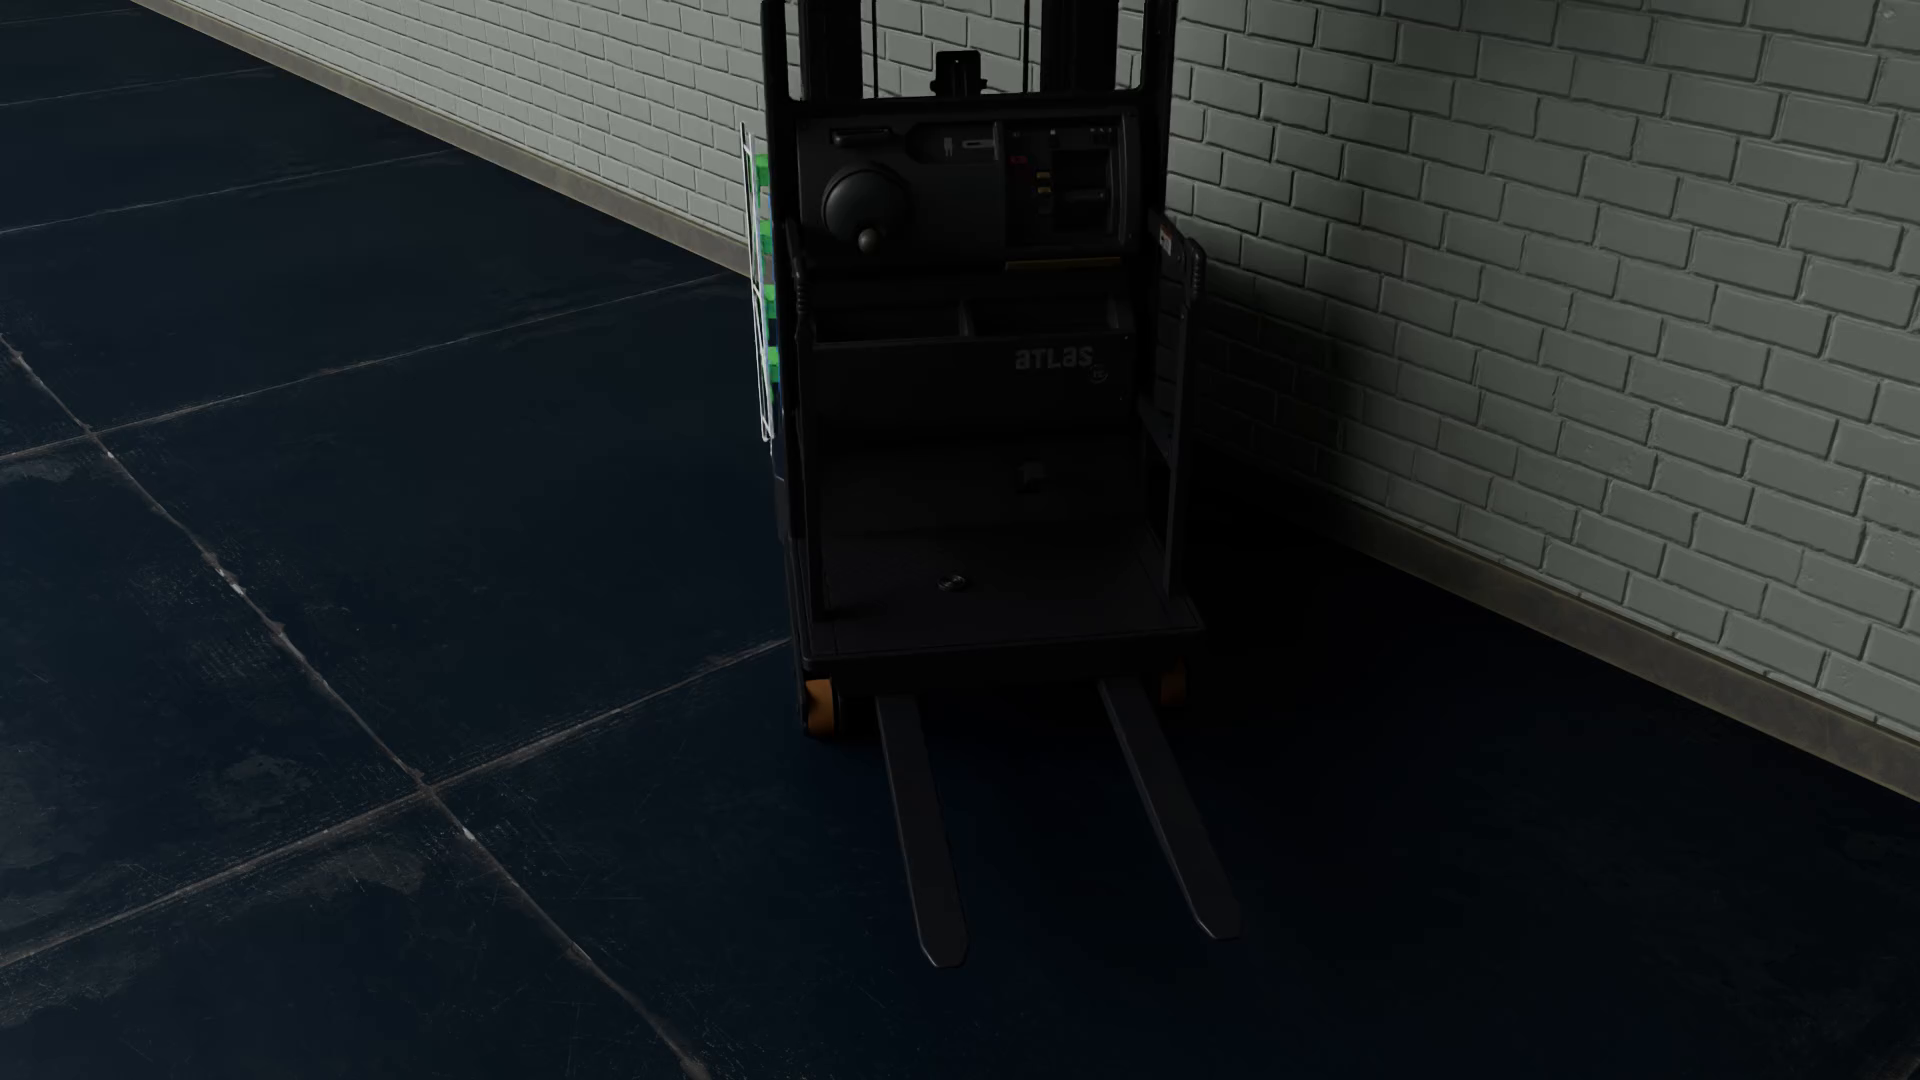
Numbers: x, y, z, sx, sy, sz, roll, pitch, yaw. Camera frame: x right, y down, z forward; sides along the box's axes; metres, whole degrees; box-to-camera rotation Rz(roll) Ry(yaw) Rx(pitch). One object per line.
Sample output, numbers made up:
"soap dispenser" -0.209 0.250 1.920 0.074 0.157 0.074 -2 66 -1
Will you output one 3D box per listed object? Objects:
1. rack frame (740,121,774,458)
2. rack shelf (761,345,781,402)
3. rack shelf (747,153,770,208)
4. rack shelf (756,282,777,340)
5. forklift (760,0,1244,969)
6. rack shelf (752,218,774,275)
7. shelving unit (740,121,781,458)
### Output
"rack frame" -0.735 -0.898 6.066 0.015 1.200 0.240 -7 25 -13
"rack shelf" -0.494 -0.650 6.246 0.480 0.148 0.258 -7 25 -13
"rack shelf" -0.507 -1.306 5.950 0.480 0.148 0.258 -7 25 -13
"rack shelf" -0.498 -0.869 6.147 0.480 0.148 0.258 -7 25 -13
"forklift" 0.062 -0.921 4.291 1.130 2.935 3.031 -4 28 -7
"rack shelf" -0.503 -1.088 6.048 0.480 0.148 0.258 -7 25 -13
"shelving unit" -0.500 -0.927 6.121 0.503 1.200 0.258 -7 25 -13
